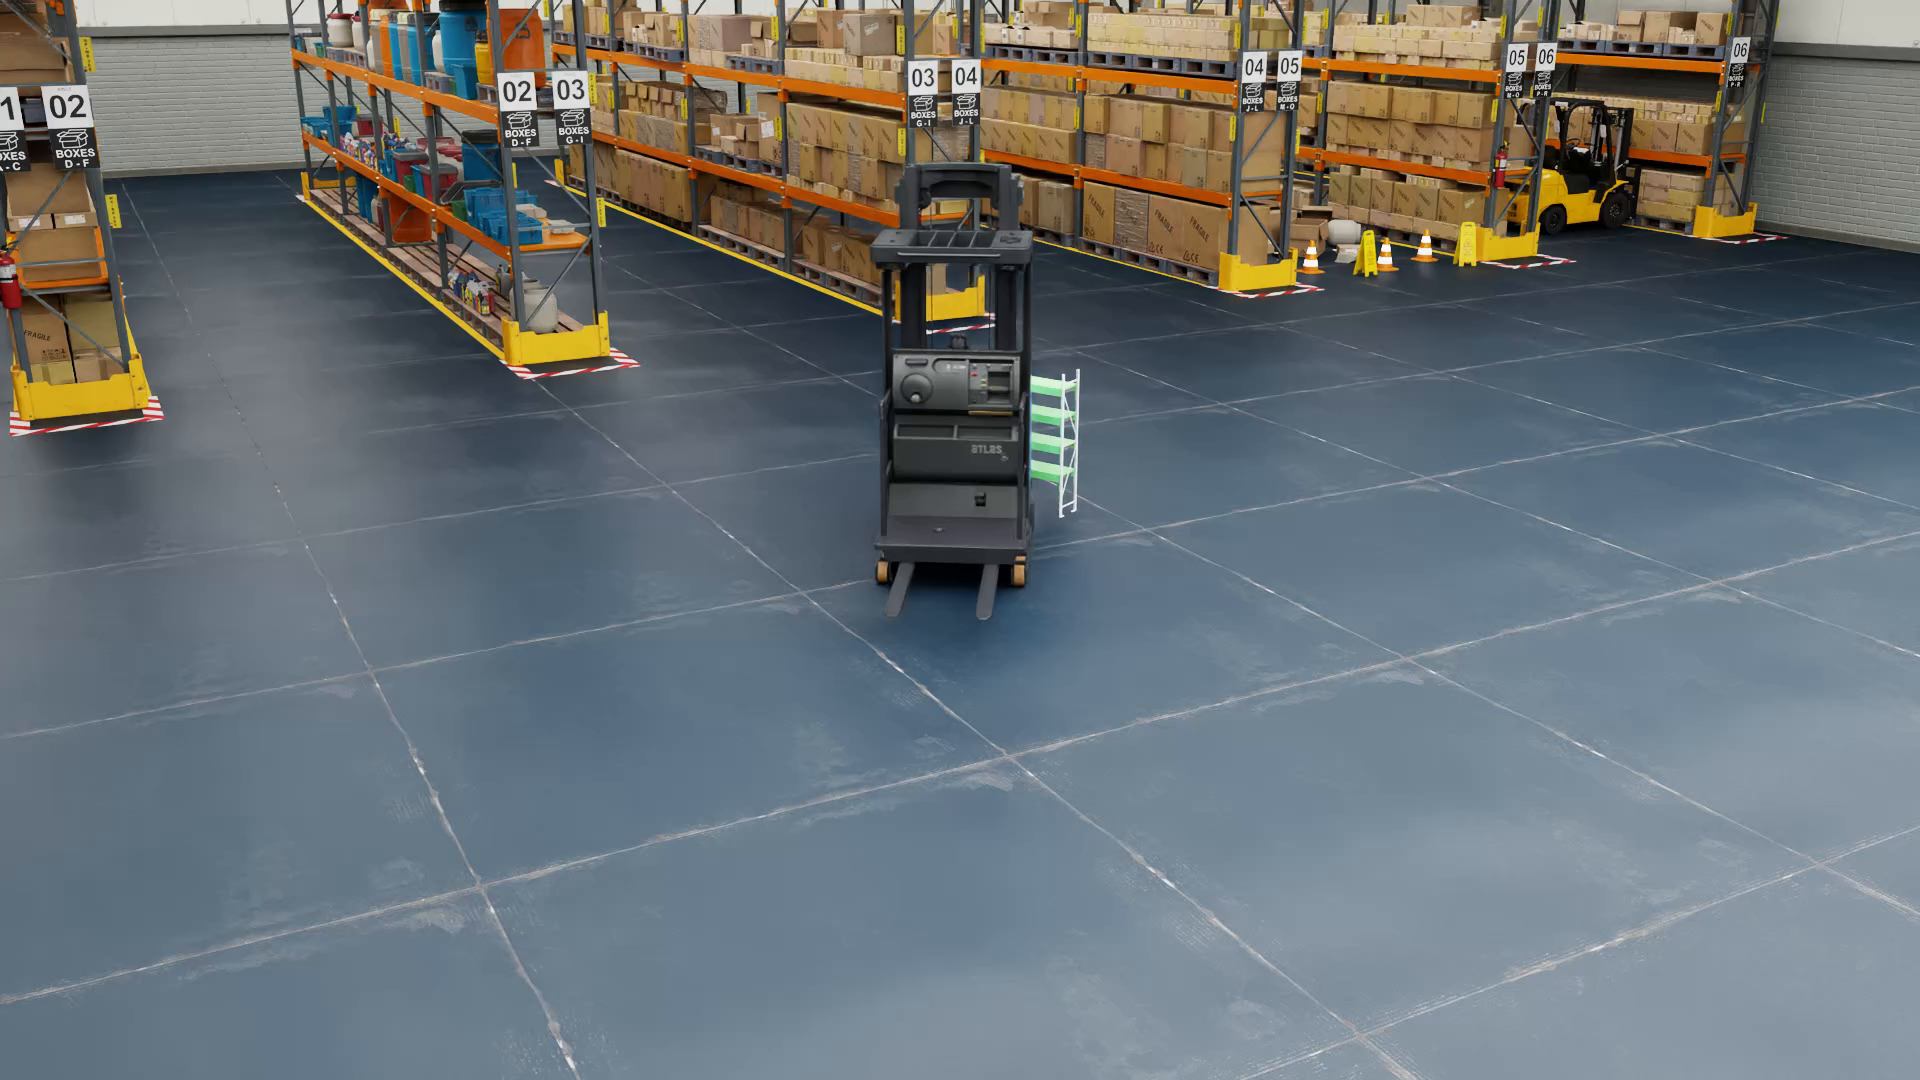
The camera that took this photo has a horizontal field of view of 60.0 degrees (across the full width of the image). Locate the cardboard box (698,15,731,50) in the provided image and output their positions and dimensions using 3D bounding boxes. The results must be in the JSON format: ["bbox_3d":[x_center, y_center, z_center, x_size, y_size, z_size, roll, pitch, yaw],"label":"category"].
[{"bbox_3d":[-3.780,-7.958,26.076,0.500,0.500,0.500,-10,21,-26],"label":"cardboard box"}]

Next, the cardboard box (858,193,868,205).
[{"bbox_3d":[-1.141,-4.568,22.155,0.380,0.149,0.250,-10,21,-27],"label":"cardboard box"}]

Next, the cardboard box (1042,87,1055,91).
[{"bbox_3d":[2.113,-9.548,36.049,0.500,0.500,0.500,-11,22,-28],"label":"cardboard box"}]

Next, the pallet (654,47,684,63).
[{"bbox_3d":[-4.367,-8.082,27.646,1.213,0.211,1.003,-9,21,-24],"label":"pallet"}]

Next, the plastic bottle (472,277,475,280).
[{"bbox_3d":[-6.281,-3.261,21.491,0.097,0.271,0.097,0,19,0],"label":"plastic bottle"}]

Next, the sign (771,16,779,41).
[{"bbox_3d":[-2.602,-7.190,23.375,0.100,0.325,0.005,-10,21,-27],"label":"sign"}]

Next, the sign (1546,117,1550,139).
[{"bbox_3d":[8.983,-6.309,25.488,0.100,0.325,0.005,-10,21,-27],"label":"sign"}]

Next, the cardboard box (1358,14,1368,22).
[{"bbox_3d":[8.447,-10.771,34.312,0.380,0.149,0.250,-11,22,-28],"label":"cardboard box"}]

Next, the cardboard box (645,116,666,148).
[{"bbox_3d":[-5.189,-7.166,29.148,0.500,0.500,0.500,-10,21,-26],"label":"cardboard box"}]

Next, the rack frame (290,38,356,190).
[{"bbox_3d":[-12.172,-8.106,32.025,1.000,3.000,0.127,-10,21,-27],"label":"rack frame"}]

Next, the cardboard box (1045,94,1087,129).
[{"bbox_3d":[1.811,-6.977,27.066,0.700,0.500,0.500,-10,22,-28],"label":"cardboard box"}]

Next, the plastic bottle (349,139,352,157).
[{"bbox_3d":[-10.052,-6.477,27.481,0.061,0.283,0.133,-10,21,-27],"label":"plastic bottle"}]

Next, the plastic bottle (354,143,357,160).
[{"bbox_3d":[-9.807,-6.335,27.090,0.097,0.271,0.097,0,19,0],"label":"plastic bottle"}]

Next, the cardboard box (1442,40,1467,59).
[{"bbox_3d":[7.800,-7.555,25.603,0.500,0.250,0.500,-10,22,-27],"label":"cardboard box"}]

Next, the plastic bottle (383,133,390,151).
[{"bbox_3d":[-9.587,-6.646,27.869,0.144,0.351,0.185,-10,21,-27],"label":"plastic bottle"}]

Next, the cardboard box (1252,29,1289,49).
[{"bbox_3d":[4.194,-6.931,22.998,0.500,0.250,0.500,-10,21,-27],"label":"cardboard box"}]

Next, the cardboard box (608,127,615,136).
[{"bbox_3d":[-6.347,-7.643,31.068,0.380,0.149,0.250,-10,21,-26],"label":"cardboard box"}]

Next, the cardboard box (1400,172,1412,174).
[{"bbox_3d":[9.358,-7.777,34.066,0.875,0.625,0.625,-9,21,-25],"label":"cardboard box"}]

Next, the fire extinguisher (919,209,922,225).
[{"bbox_3d":[-0.567,-4.140,20.648,0.296,0.674,0.183,-10,21,-27],"label":"fire extinguisher"}]

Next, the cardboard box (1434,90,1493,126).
[{"bbox_3d":[7.837,-6.735,25.909,0.700,0.500,0.500,-10,21,-26],"label":"cardboard box"}]

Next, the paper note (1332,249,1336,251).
[{"bbox_3d":[6.034,-4.637,26.539,0.148,0.019,0.142,-3,19,-8],"label":"paper note"}]

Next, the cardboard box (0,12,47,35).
[{"bbox_3d":[-11.093,-5.979,19.697,0.500,0.500,0.500,-10,21,-26],"label":"cardboard box"}]

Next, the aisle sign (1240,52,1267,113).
[{"bbox_3d":[3.967,-6.182,22.462,0.394,0.787,0.004,-10,21,-27],"label":"aisle sign"}]

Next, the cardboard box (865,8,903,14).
[{"bbox_3d":[-1.418,-10.002,32.124,0.700,0.500,0.500,-10,21,-27],"label":"cardboard box"}]

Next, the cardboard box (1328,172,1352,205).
[{"bbox_3d":[6.649,-6.006,28.359,0.500,0.500,0.500,-9,21,-24],"label":"cardboard box"}]

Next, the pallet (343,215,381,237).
[{"bbox_3d":[-9.943,-5.412,28.492,1.003,0.211,1.213,-10,21,-27],"label":"pallet"}]

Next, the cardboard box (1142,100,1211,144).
[{"bbox_3d":[3.201,-6.171,24.531,0.875,0.550,0.500,-10,21,-27],"label":"cardboard box"}]

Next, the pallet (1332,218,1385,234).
[{"bbox_3d":[6.956,-5.458,28.626,1.003,0.211,1.213,-10,21,-27],"label":"pallet"}]

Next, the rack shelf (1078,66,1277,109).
[{"bbox_3d":[3.248,-6.672,24.372,1.077,0.370,4.000,-10,21,-27],"label":"rack shelf"}]

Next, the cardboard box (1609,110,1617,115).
[{"bbox_3d":[11.610,-7.508,29.144,0.380,0.149,0.250,-10,22,-28],"label":"cardboard box"}]

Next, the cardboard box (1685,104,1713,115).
[{"bbox_3d":[12.372,-7.216,27.841,0.380,0.149,0.250,-10,21,-27],"label":"cardboard box"}]

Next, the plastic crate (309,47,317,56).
[{"bbox_3d":[-11.212,-8.557,29.138,0.293,0.136,0.466,-10,21,-27],"label":"plastic crate"}]

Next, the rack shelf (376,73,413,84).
[{"bbox_3d":[-7.424,-6.406,23.302,0.919,0.124,3.809,-10,21,-27],"label":"rack shelf"}]

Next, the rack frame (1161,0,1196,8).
[{"bbox_3d":[5.275,-14.014,39.949,1.000,3.000,0.127,-10,21,-27],"label":"rack frame"}]

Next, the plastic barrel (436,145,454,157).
[{"bbox_3d":[-7.497,-5.479,24.241,0.421,0.512,0.421,0,19,0],"label":"plastic barrel"}]

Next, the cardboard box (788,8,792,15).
[{"bbox_3d":[-3.447,-11.256,35.408,0.380,0.149,0.250,-10,21,-27],"label":"cardboard box"}]

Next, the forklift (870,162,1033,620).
[{"bbox_3d":[-0.045,-1.154,11.982,1.121,2.935,3.031,1,19,4],"label":"forklift"}]

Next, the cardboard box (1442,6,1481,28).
[{"bbox_3d":[9.686,-10.055,32.123,0.500,0.500,0.500,-9,21,-25],"label":"cardboard box"}]

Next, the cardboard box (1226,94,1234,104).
[{"bbox_3d":[5.229,-8.033,30.561,0.500,0.500,0.500,-10,21,-26],"label":"cardboard box"}]

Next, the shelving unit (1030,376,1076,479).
[{"bbox_3d":[0.689,-0.831,13.701,0.492,1.200,0.258,13,23,34],"label":"shelving unit"}]

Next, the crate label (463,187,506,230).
[{"bbox_3d":[-5.686,-4.016,20.118,0.502,0.435,0.616,-10,21,-27],"label":"crate label"}]

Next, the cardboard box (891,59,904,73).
[{"bbox_3d":[-0.622,-5.847,20.499,0.380,0.149,0.250,-10,21,-27],"label":"cardboard box"}]

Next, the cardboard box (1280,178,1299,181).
[{"bbox_3d":[5.679,-6.475,30.683,0.950,0.372,0.625,-9,21,-25],"label":"cardboard box"}]

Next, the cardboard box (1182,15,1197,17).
[{"bbox_3d":[3.474,-7.598,24.320,0.380,0.149,0.250,-10,21,-26],"label":"cardboard box"}]

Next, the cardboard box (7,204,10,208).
[{"bbox_3d":[-9.649,-3.402,17.244,0.380,0.149,0.250,-10,21,-26],"label":"cardboard box"}]

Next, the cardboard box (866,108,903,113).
[{"bbox_3d":[-0.950,-5.572,22.537,0.500,0.500,0.500,-10,21,-27],"label":"cardboard box"}]

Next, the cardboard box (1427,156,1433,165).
[{"bbox_3d":[7.672,-6.068,26.503,0.380,0.149,0.250,-10,21,-26],"label":"cardboard box"}]

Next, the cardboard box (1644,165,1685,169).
[{"bbox_3d":[-2.281,-5.453,24.750,29.622,1.310,10.067,-13,23,-33],"label":"cardboard box"}]

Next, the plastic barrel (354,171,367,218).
[{"bbox_3d":[-10.029,-6.006,28.511,0.600,0.901,0.708,-10,21,-27],"label":"plastic barrel"}]

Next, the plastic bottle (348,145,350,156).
[{"bbox_3d":[-10.137,-6.502,27.679,0.097,0.201,0.097,0,19,0],"label":"plastic bottle"}]

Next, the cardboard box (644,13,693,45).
[{"bbox_3d":[-5.003,-8.825,28.708,0.797,0.503,0.637,-10,22,-27],"label":"cardboard box"}]

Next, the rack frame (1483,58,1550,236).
[{"bbox_3d":[8.506,-5.815,25.386,1.000,3.000,0.127,-10,21,-27],"label":"rack frame"}]

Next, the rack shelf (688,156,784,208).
[{"bbox_3d":[-3.065,-5.663,26.046,1.077,0.370,4.000,-10,21,-27],"label":"rack shelf"}]
